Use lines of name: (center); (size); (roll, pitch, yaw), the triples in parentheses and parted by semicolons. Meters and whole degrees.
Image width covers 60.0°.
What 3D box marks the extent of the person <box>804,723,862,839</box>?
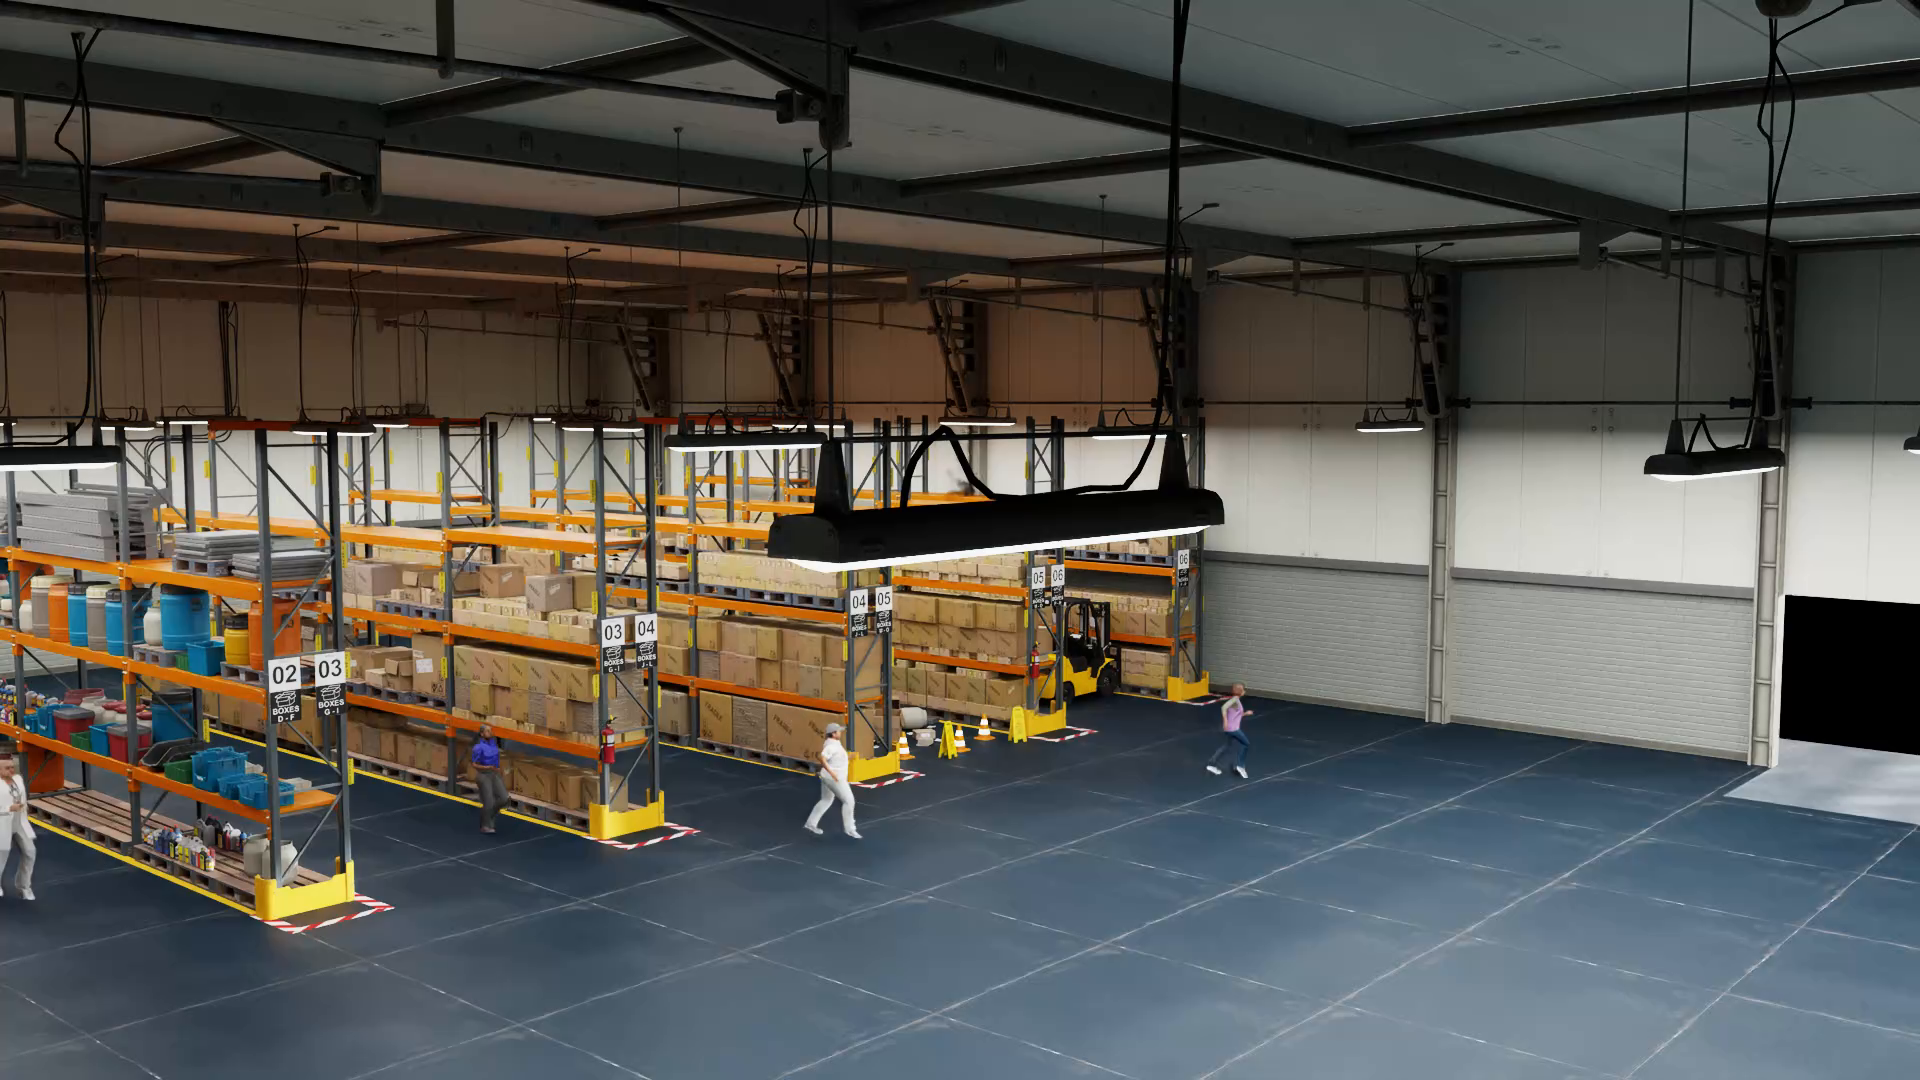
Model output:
person: (-1.842, 3.499, 24.074); (0.826, 1.705, 0.586); (-2, 5, -19)

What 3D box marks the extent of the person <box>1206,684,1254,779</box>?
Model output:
person: (4.544, 3.229, 27.956); (0.790, 1.589, 0.555); (0, 5, 3)

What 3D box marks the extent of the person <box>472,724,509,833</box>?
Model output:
person: (-6.843, 3.493, 24.331); (0.548, 1.610, 0.565); (3, 6, 32)

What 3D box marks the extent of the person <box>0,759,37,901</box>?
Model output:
person: (-12.077, 3.695, 21.105); (0.840, 1.856, 0.708); (3, 5, 29)
